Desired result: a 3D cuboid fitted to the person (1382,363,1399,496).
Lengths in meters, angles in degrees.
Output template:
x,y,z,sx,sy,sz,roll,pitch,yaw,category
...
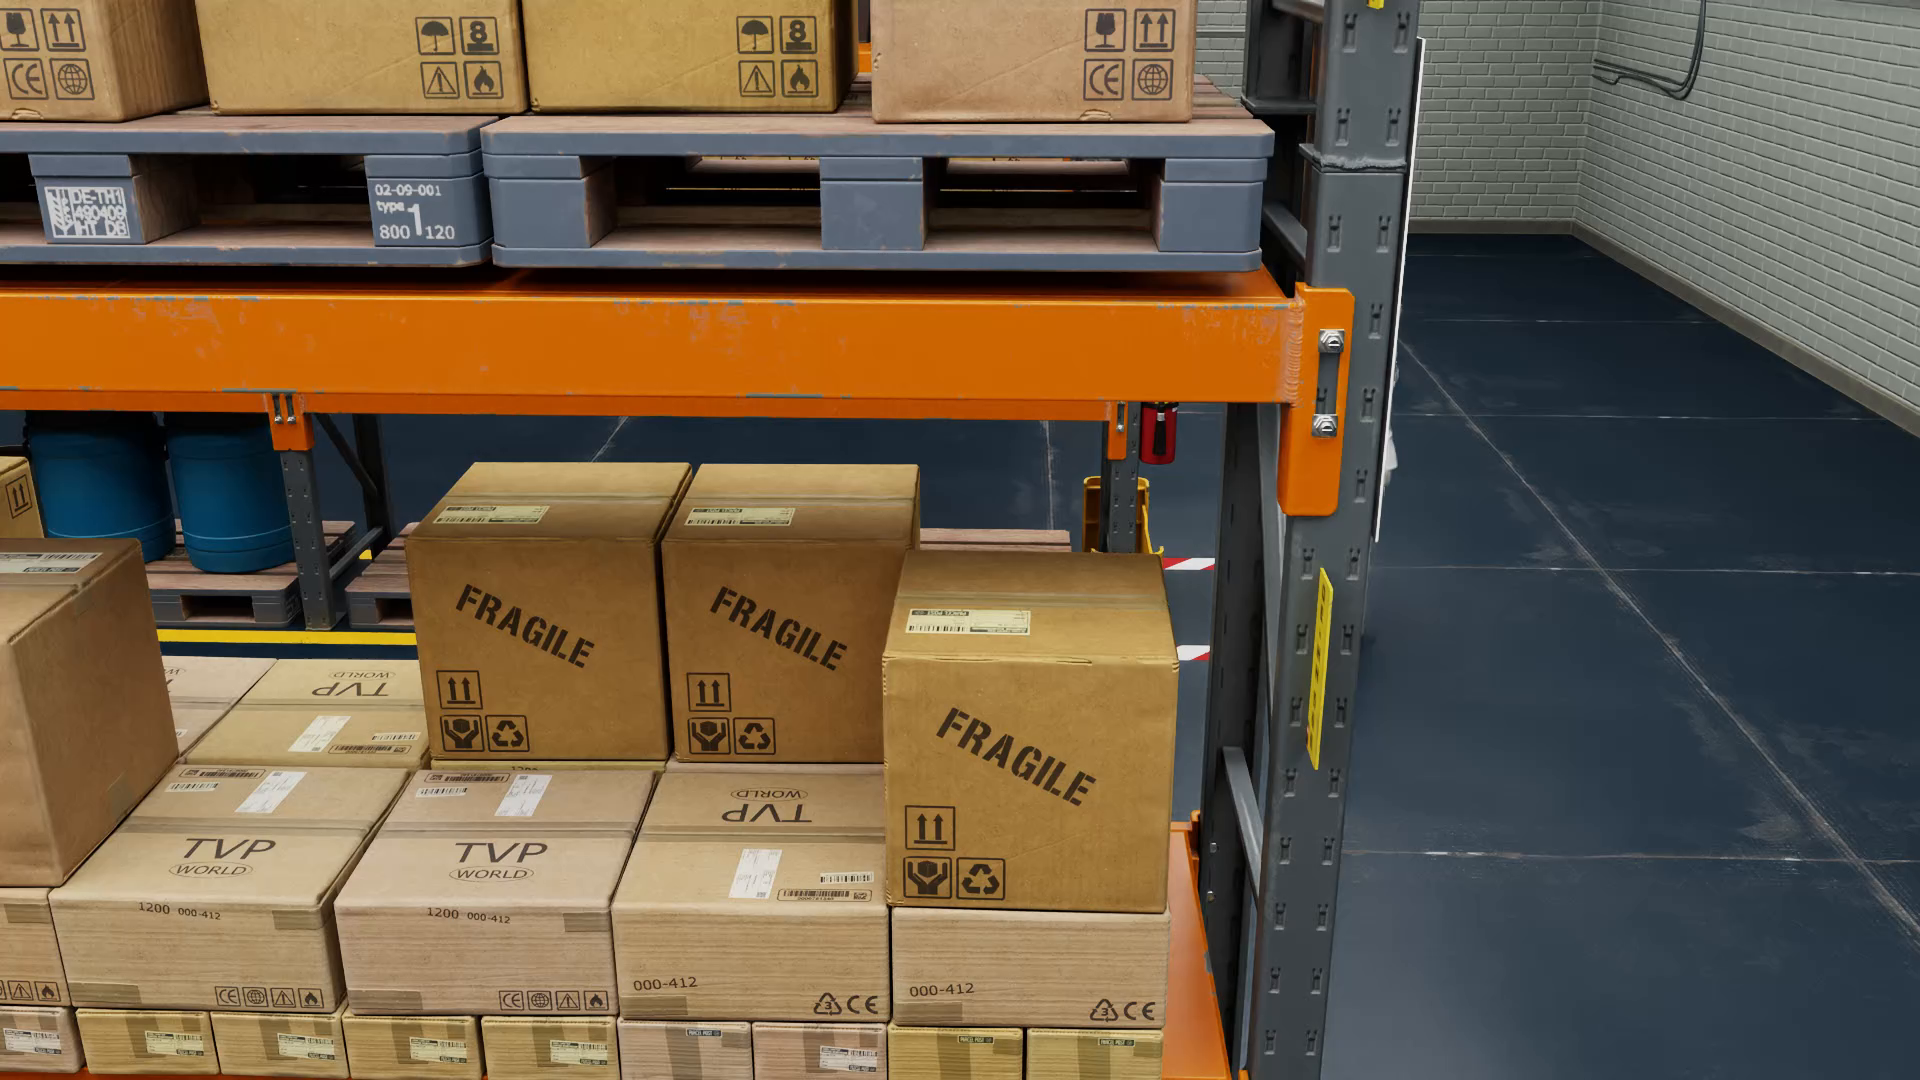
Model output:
x,y,z,sx,sy,sz,roll,pitch,yaw,category
1.782,-0.350,7.920,0.499,1.778,0.584,-2,21,-6,person
